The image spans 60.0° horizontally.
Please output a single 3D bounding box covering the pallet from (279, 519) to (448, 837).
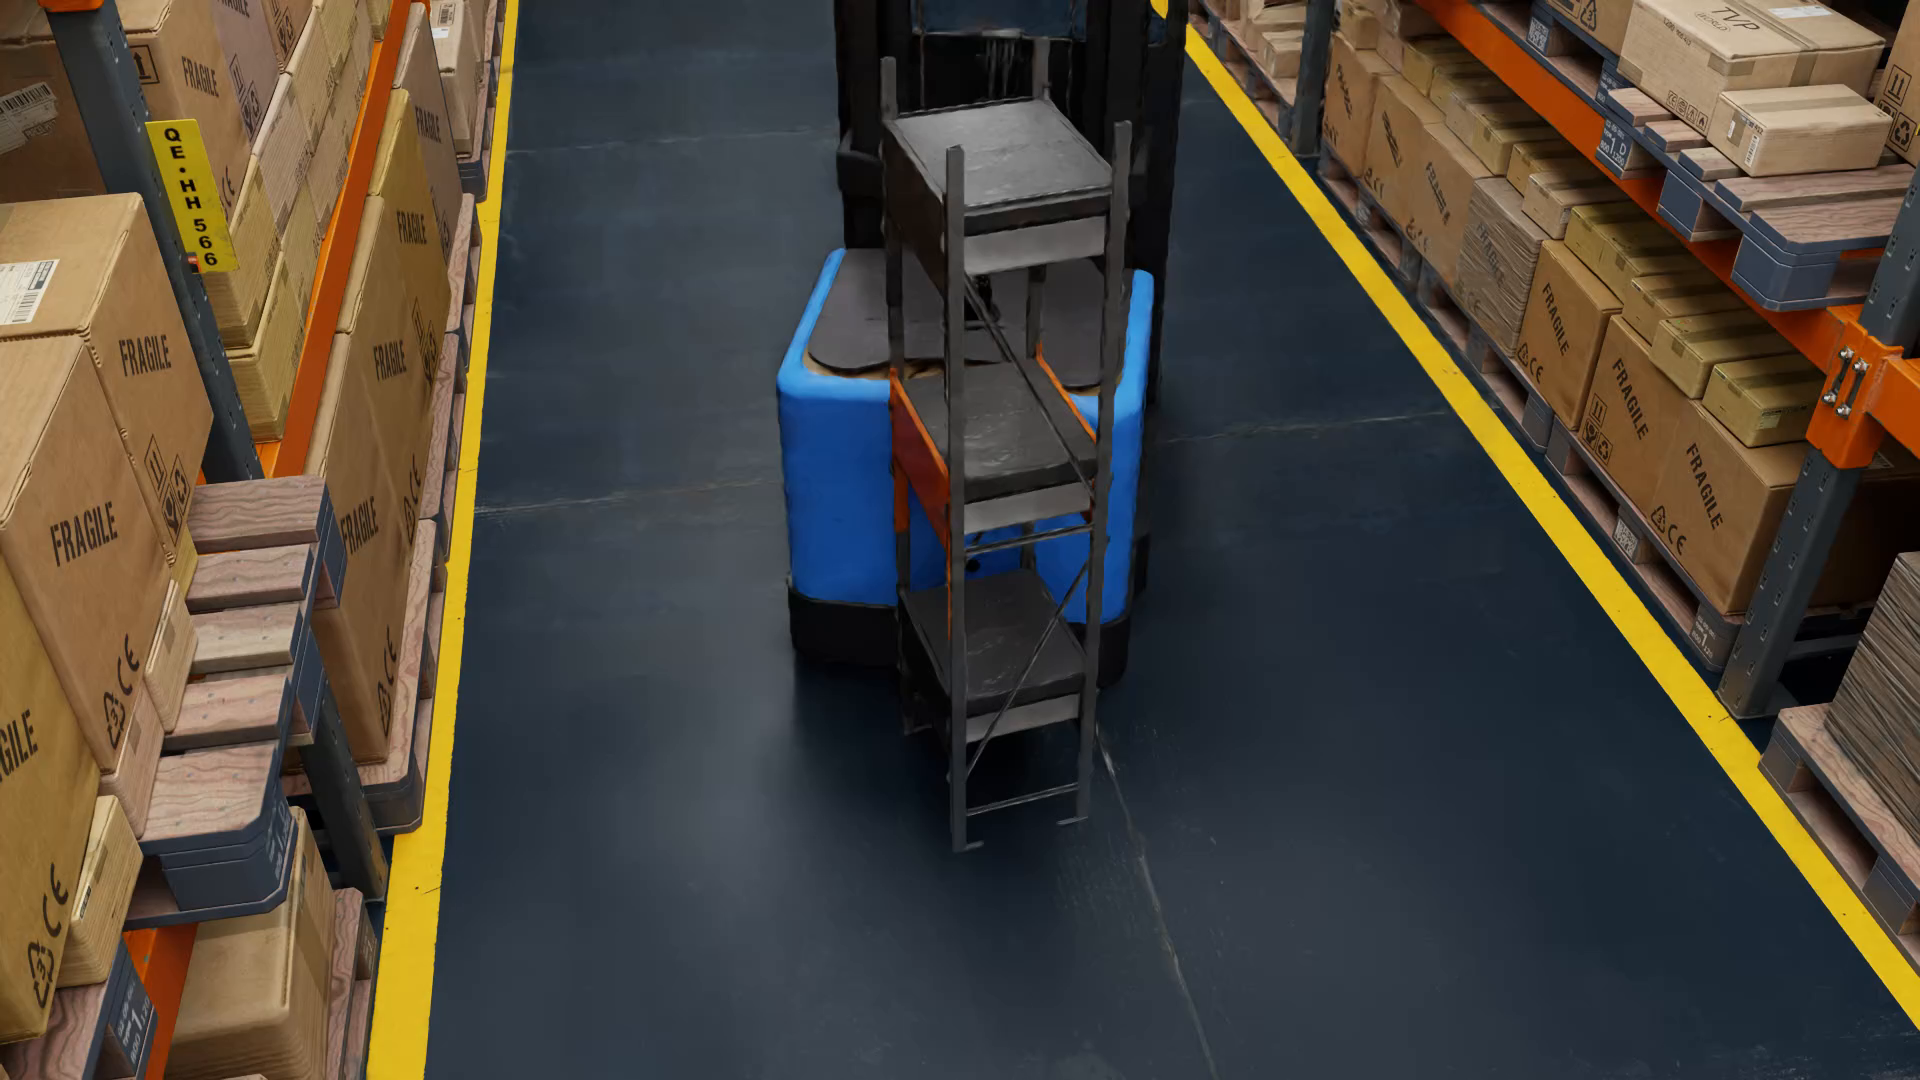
[{"bbox_3d":[-2.118,0.430,5.024,1.003,0.211,1.213,-6,38,-8],"label":"pallet"}]

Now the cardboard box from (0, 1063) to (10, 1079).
[{"bbox_3d":[-1.415,0.681,1.763,0.500,0.500,0.500,-8,39,-10],"label":"cardboard box"}]

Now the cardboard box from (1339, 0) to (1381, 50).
[{"bbox_3d":[1.931,-2.328,7.469,0.380,0.149,0.250,-5,38,-6],"label":"cardboard box"}]

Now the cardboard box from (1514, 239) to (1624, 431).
[{"bbox_3d":[2.374,-0.753,5.970,0.500,0.500,0.500,-5,38,-6],"label":"cardboard box"}]

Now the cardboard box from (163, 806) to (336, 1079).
[{"bbox_3d":[-1.965,1.027,3.782,0.950,0.372,0.625,-9,39,-11],"label":"cardboard box"}]

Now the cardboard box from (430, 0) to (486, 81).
[{"bbox_3d":[-2.918,-2.688,8.511,0.875,0.438,0.875,-7,38,-9],"label":"cardboard box"}]

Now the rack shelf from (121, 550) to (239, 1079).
[{"bbox_3d":[-1.704,1.305,2.211,1.077,0.370,4.000,-6,38,-8],"label":"rack shelf"}]

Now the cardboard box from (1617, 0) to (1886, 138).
[{"bbox_3d":[2.328,-1.432,4.928,0.500,0.250,0.500,-8,39,-10],"label":"cardboard box"}]

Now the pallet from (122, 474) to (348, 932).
[{"bbox_3d":[-1.825,0.308,3.065,1.213,0.211,1.003,-6,38,-8],"label":"pallet"}]

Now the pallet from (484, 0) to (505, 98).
[{"bbox_3d":[-3.029,-2.708,9.063,1.003,0.211,1.213,-6,38,-8],"label":"pallet"}]

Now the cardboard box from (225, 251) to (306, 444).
[{"bbox_3d":[-1.893,-0.450,4.007,0.500,0.250,0.500,-7,38,-9],"label":"cardboard box"}]

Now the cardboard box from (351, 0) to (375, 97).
[{"bbox_3d":[-2.271,-1.685,5.596,0.500,0.250,0.500,-7,38,-9],"label":"cardboard box"}]

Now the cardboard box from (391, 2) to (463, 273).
[{"bbox_3d":[-2.568,-1.564,6.707,0.875,0.875,0.875,-5,38,-7],"label":"cardboard box"}]

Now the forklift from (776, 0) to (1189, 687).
[{"bbox_3d":[0.190,-1.609,5.433,1.130,2.935,3.031,5,38,6],"label":"forklift"}]

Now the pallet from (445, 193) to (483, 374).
[{"bbox_3d":[-2.546,-1.044,6.921,1.003,0.211,1.213,-6,38,-8],"label":"pallet"}]

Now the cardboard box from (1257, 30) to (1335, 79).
[{"bbox_3d":[1.744,-2.484,8.484,0.380,0.149,0.250,-7,38,-9],"label":"cardboard box"}]

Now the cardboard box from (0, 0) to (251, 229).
[{"bbox_3d":[-1.900,-0.945,3.625,0.500,0.500,0.500,-7,38,-9],"label":"cardboard box"}]

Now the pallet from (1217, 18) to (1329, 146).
[{"bbox_3d":[2.011,-2.453,8.735,1.003,0.211,1.213,-6,38,-8],"label":"pallet"}]

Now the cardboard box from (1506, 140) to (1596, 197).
[{"bbox_3d":[2.298,-1.387,6.256,0.380,0.149,0.250,-6,38,-8],"label":"cardboard box"}]

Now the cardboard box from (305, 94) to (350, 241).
[{"bbox_3d":[-2.086,-1.076,4.812,0.500,0.250,0.500,-5,38,-6],"label":"cardboard box"}]

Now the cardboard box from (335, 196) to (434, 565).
[{"bbox_3d":[-2.246,-0.479,5.311,0.875,0.875,0.875,-6,38,-7],"label":"cardboard box"}]

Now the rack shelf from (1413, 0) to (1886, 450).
[{"bbox_3d":[2.481,-1.647,6.011,1.077,0.370,4.000,-6,38,-8],"label":"rack shelf"}]

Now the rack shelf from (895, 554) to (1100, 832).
[{"bbox_3d":[0.095,0.423,4.655,0.431,0.518,0.480,-11,39,-14],"label":"rack shelf"}]

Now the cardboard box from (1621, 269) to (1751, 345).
[{"bbox_3d":[2.415,-0.754,5.442,0.380,0.149,0.250,-7,38,-9],"label":"cardboard box"}]

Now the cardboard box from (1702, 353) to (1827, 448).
[{"bbox_3d":[2.496,-0.429,5.023,0.380,0.149,0.250,-8,39,-10],"label":"cardboard box"}]

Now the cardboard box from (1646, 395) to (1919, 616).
[{"bbox_3d":[2.546,-0.134,5.173,0.500,0.500,0.500,-5,38,-7],"label":"cardboard box"}]

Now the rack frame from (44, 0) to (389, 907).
[{"bbox_3d":[-2.054,-0.187,3.545,1.000,3.000,0.127,-6,38,-8],"label":"rack frame"}]

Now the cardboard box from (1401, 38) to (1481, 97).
[{"bbox_3d":[2.112,-2.016,7.066,0.380,0.149,0.250,-8,39,-10],"label":"cardboard box"}]

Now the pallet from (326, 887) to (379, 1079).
[{"bbox_3d":[-1.919,1.387,3.793,1.003,0.211,1.213,-6,38,-8],"label":"pallet"}]

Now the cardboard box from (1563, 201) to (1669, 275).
[{"bbox_3d":[2.369,-1.069,5.848,0.380,0.149,0.250,-7,38,-9],"label":"cardboard box"}]

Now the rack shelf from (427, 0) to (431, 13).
[{"bbox_3d":[-3.106,-3.527,8.431,1.077,0.370,4.000,-6,38,-8],"label":"rack shelf"}]

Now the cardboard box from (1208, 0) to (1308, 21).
[{"bbox_3d":[1.737,-3.206,9.128,0.700,0.500,0.500,-8,38,-10],"label":"cardboard box"}]

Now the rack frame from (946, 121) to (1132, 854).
[{"bbox_3d":[0.168,0.003,4.034,0.400,2.100,0.015,-11,39,-14],"label":"rack frame"}]

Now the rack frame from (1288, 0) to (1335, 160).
[{"bbox_3d":[2.130,-3.139,7.345,1.000,3.000,0.127,-6,38,-8],"label":"rack frame"}]

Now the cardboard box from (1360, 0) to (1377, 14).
[{"bbox_3d":[1.991,-2.452,7.386,0.380,0.149,0.250,-7,38,-9],"label":"cardboard box"}]

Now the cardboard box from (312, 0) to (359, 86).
[{"bbox_3d":[-2.141,-1.580,5.054,0.500,0.250,0.500,-6,38,-7],"label":"cardboard box"}]

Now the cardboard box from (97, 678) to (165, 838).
[{"bbox_3d":[-1.523,0.374,2.686,0.380,0.149,0.250,-8,39,-10],"label":"cardboard box"}]

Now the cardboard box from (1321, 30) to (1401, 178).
[{"bbox_3d":[1.994,-2.001,7.576,0.500,0.500,0.500,-5,38,-6],"label":"cardboard box"}]

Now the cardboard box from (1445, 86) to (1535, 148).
[{"bbox_3d":[2.181,-1.697,6.655,0.380,0.149,0.250,-6,38,-8],"label":"cardboard box"}]

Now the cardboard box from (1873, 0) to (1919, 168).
[{"bbox_3d":[2.895,-1.256,4.498,0.500,0.500,0.500,-5,38,-6],"label":"cardboard box"}]

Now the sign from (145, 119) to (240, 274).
[{"bbox_3d":[-1.522,-0.677,3.297,0.100,0.325,0.005,-6,38,-8],"label":"sign"}]

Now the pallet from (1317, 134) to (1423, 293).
[{"bbox_3d":[2.310,-1.550,7.574,1.003,0.211,1.213,-6,38,-8],"label":"pallet"}]

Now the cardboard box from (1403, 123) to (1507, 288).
[{"bbox_3d":[2.180,-1.379,6.775,0.500,0.500,0.500,-7,38,-9],"label":"cardboard box"}]

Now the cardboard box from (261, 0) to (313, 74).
[{"bbox_3d":[-2.072,-1.558,4.414,0.500,0.500,0.500,-5,38,-7],"label":"cardboard box"}]

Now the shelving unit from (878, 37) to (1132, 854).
[{"bbox_3d":[0.092,-0.140,4.217,0.431,2.100,0.503,-11,39,-14],"label":"shelving unit"}]

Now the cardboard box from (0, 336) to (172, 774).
[{"bbox_3d":[-1.600,0.046,2.579,0.500,0.500,0.500,-7,38,-9],"label":"cardboard box"}]

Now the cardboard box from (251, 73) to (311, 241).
[{"bbox_3d":[-1.990,-0.970,4.268,0.500,0.250,0.500,-5,38,-7],"label":"cardboard box"}]

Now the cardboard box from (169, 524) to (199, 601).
[{"bbox_3d":[-1.647,0.073,3.073,0.380,0.149,0.250,-6,38,-7],"label":"cardboard box"}]

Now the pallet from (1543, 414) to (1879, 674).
[{"bbox_3d":[2.738,-0.077,5.677,1.003,0.211,1.213,-6,38,-8],"label":"pallet"}]
